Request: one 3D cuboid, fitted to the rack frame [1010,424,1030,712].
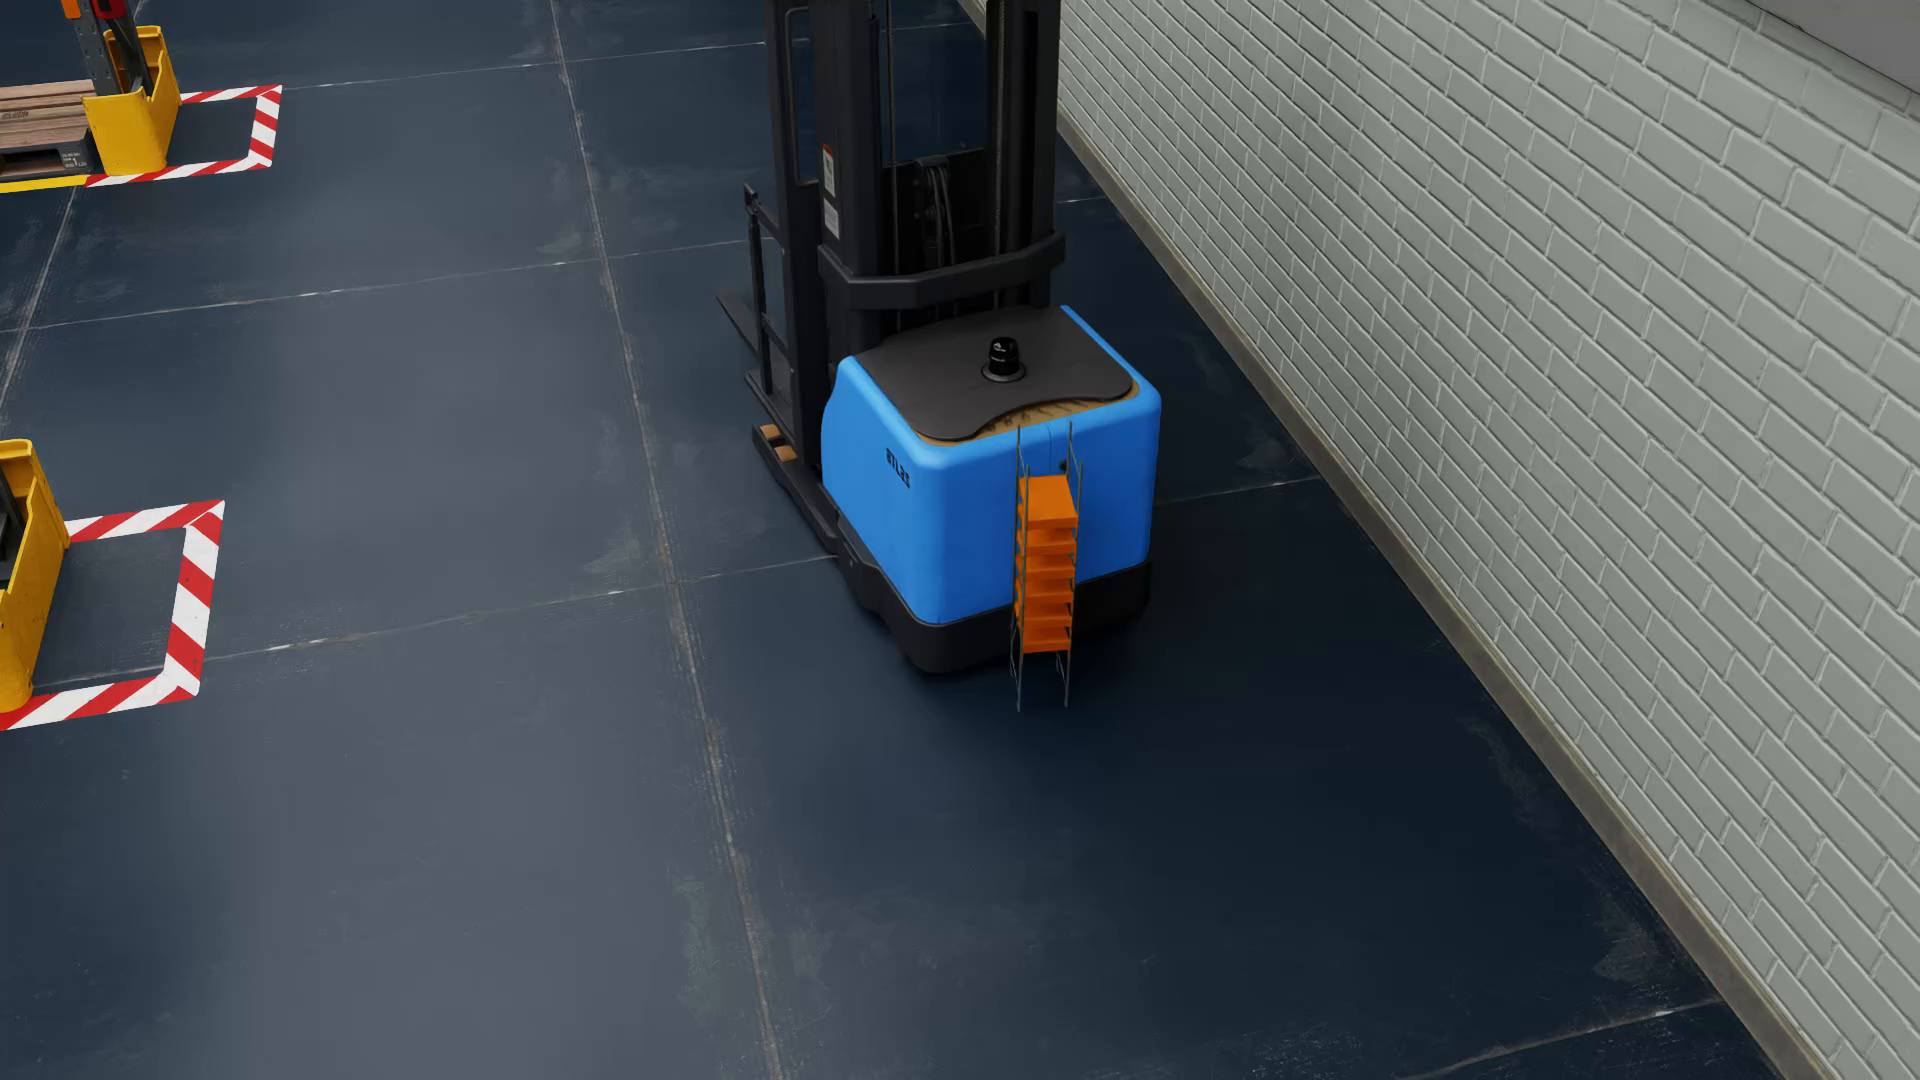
[{"bbox_3d":[0.216,0.129,6.082,0.006,1.200,0.240,-4,41,-5],"label":"rack frame"}]

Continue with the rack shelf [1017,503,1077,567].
[{"bbox_3d":[0.307,-0.026,5.963,0.180,0.103,0.258,-4,41,-5],"label":"rack shelf"}]

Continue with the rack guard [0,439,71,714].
[{"bbox_3d":[-3.907,0.135,6.662,0.348,0.500,1.175,-9,38,-12],"label":"rack guard"}]

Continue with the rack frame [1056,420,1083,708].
[{"bbox_3d":[0.398,0.115,6.099,0.006,1.200,0.240,-4,41,-5],"label":"rack frame"}]

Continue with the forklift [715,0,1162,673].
[{"bbox_3d":[-0.312,-1.535,6.844,1.130,2.935,3.031,-16,40,-20],"label":"forklift"}]

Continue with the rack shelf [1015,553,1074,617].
[{"bbox_3d":[0.307,0.156,6.119,0.180,0.103,0.258,-4,41,-5],"label":"rack shelf"}]

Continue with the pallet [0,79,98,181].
[{"bbox_3d":[-6.028,-2.544,10.402,1.213,0.211,1.003,-9,38,-12],"label":"pallet"}]

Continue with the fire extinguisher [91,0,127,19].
[{"bbox_3d":[-4.957,-3.338,9.515,0.183,0.674,0.296,-9,38,-12],"label":"fire extinguisher"}]

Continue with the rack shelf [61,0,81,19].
[{"bbox_3d":[-7.152,-3.157,9.500,4.000,0.370,1.077,-9,38,-12],"label":"rack shelf"}]

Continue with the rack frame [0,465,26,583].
[{"bbox_3d":[-3.930,-0.854,5.898,0.127,3.000,1.000,-9,38,-12],"label":"rack frame"}]

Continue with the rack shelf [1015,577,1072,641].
[{"bbox_3d":[0.306,0.247,6.198,0.180,0.103,0.258,-4,41,-5],"label":"rack shelf"}]

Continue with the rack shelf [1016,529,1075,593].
[{"bbox_3d":[0.307,0.065,6.041,0.180,0.103,0.258,-4,41,-5],"label":"rack shelf"}]

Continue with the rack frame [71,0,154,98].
[{"bbox_3d":[-5.221,-3.759,9.695,0.127,3.000,1.000,-9,38,-12],"label":"rack frame"}]

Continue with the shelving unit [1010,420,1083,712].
[{"bbox_3d":[0.307,0.122,6.090,0.189,1.200,0.258,-4,41,-5],"label":"shelving unit"}]

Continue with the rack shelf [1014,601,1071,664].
[{"bbox_3d":[0.306,0.338,6.276,0.180,0.103,0.258,-4,41,-5],"label":"rack shelf"}]

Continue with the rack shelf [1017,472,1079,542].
[{"bbox_3d":[0.307,-0.117,5.885,0.180,0.103,0.258,-4,41,-5],"label":"rack shelf"}]

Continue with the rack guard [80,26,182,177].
[{"bbox_3d":[-5.201,-2.778,10.470,0.348,0.500,1.175,-9,38,-12],"label":"rack guard"}]
